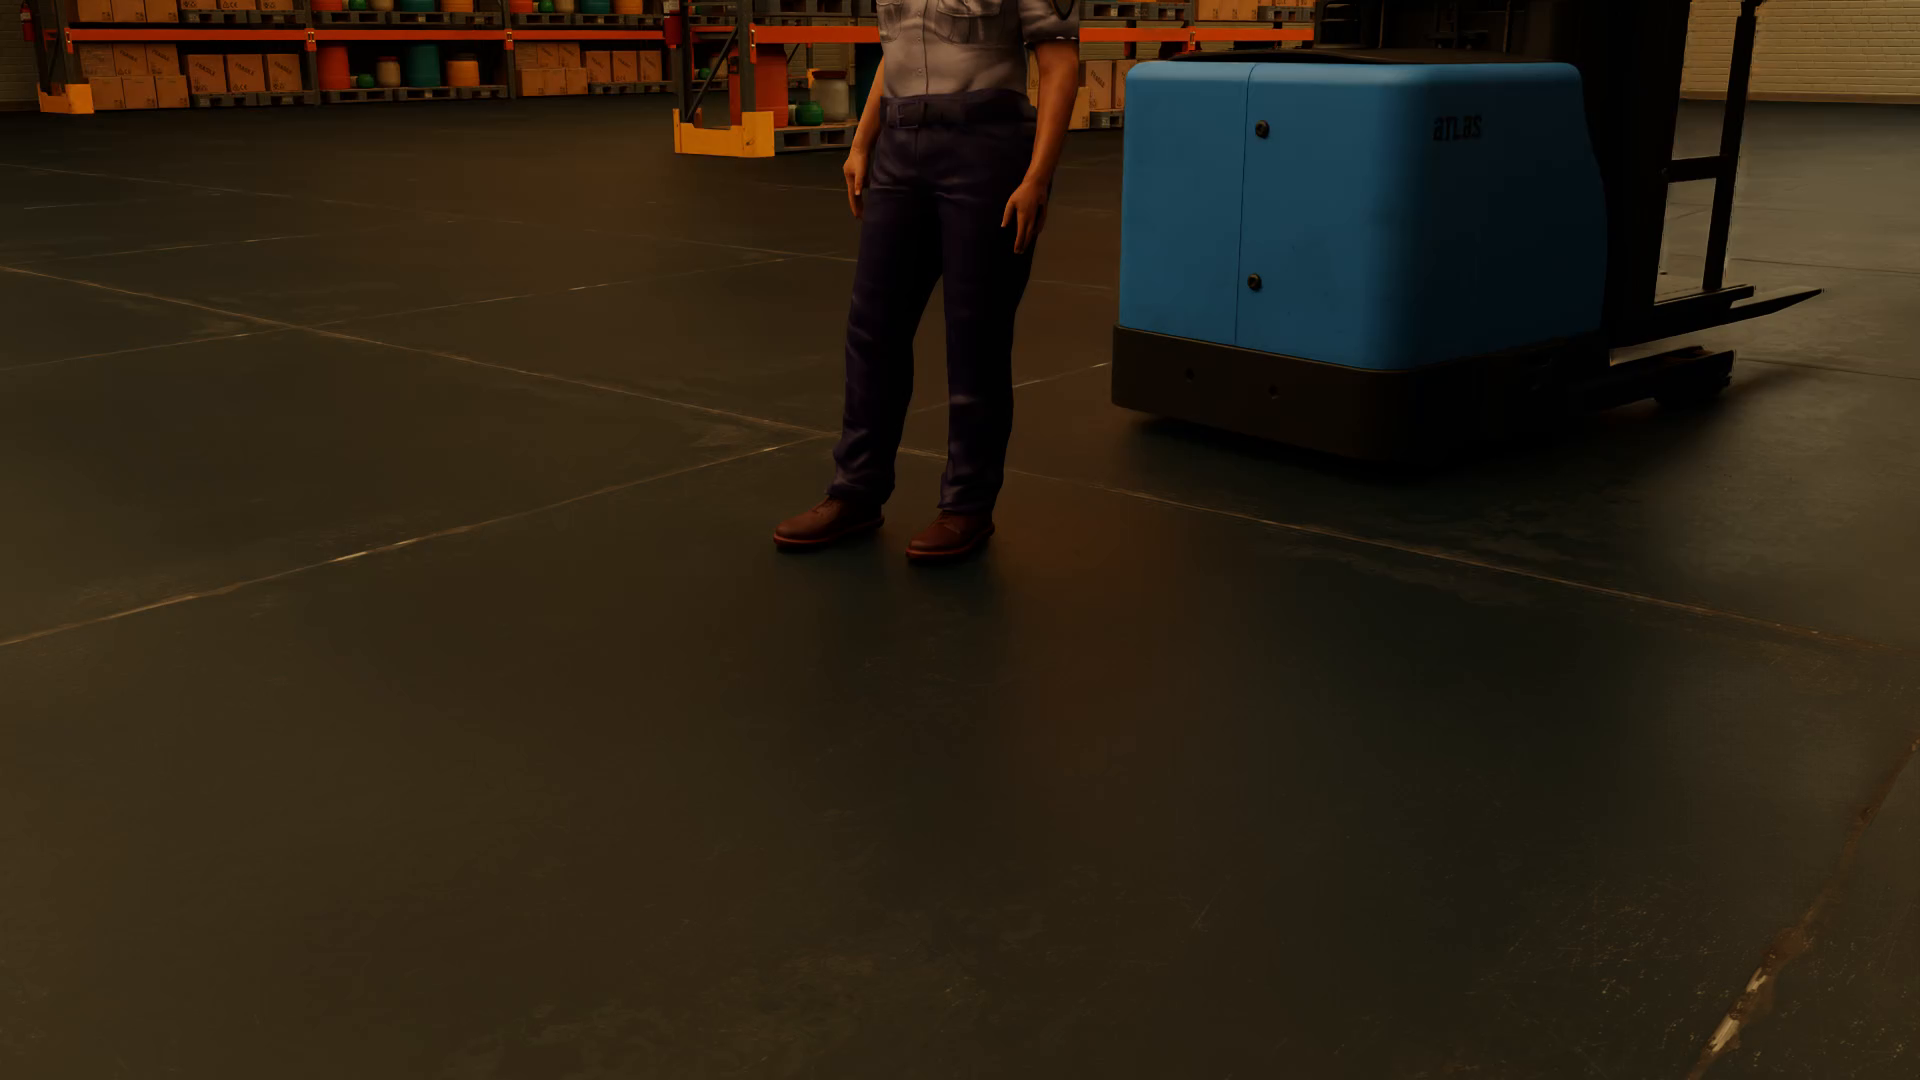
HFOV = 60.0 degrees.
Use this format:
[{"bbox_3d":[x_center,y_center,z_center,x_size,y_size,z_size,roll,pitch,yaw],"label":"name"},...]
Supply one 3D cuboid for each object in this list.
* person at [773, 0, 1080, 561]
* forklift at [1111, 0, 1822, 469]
[{"bbox_3d":[-0.075,-0.773,3.650,0.598,1.638,0.502,13,21,37],"label":"person"},{"bbox_3d":[1.908,-1.929,5.249,3.031,2.935,1.130,-14,22,-39],"label":"forklift"}]
